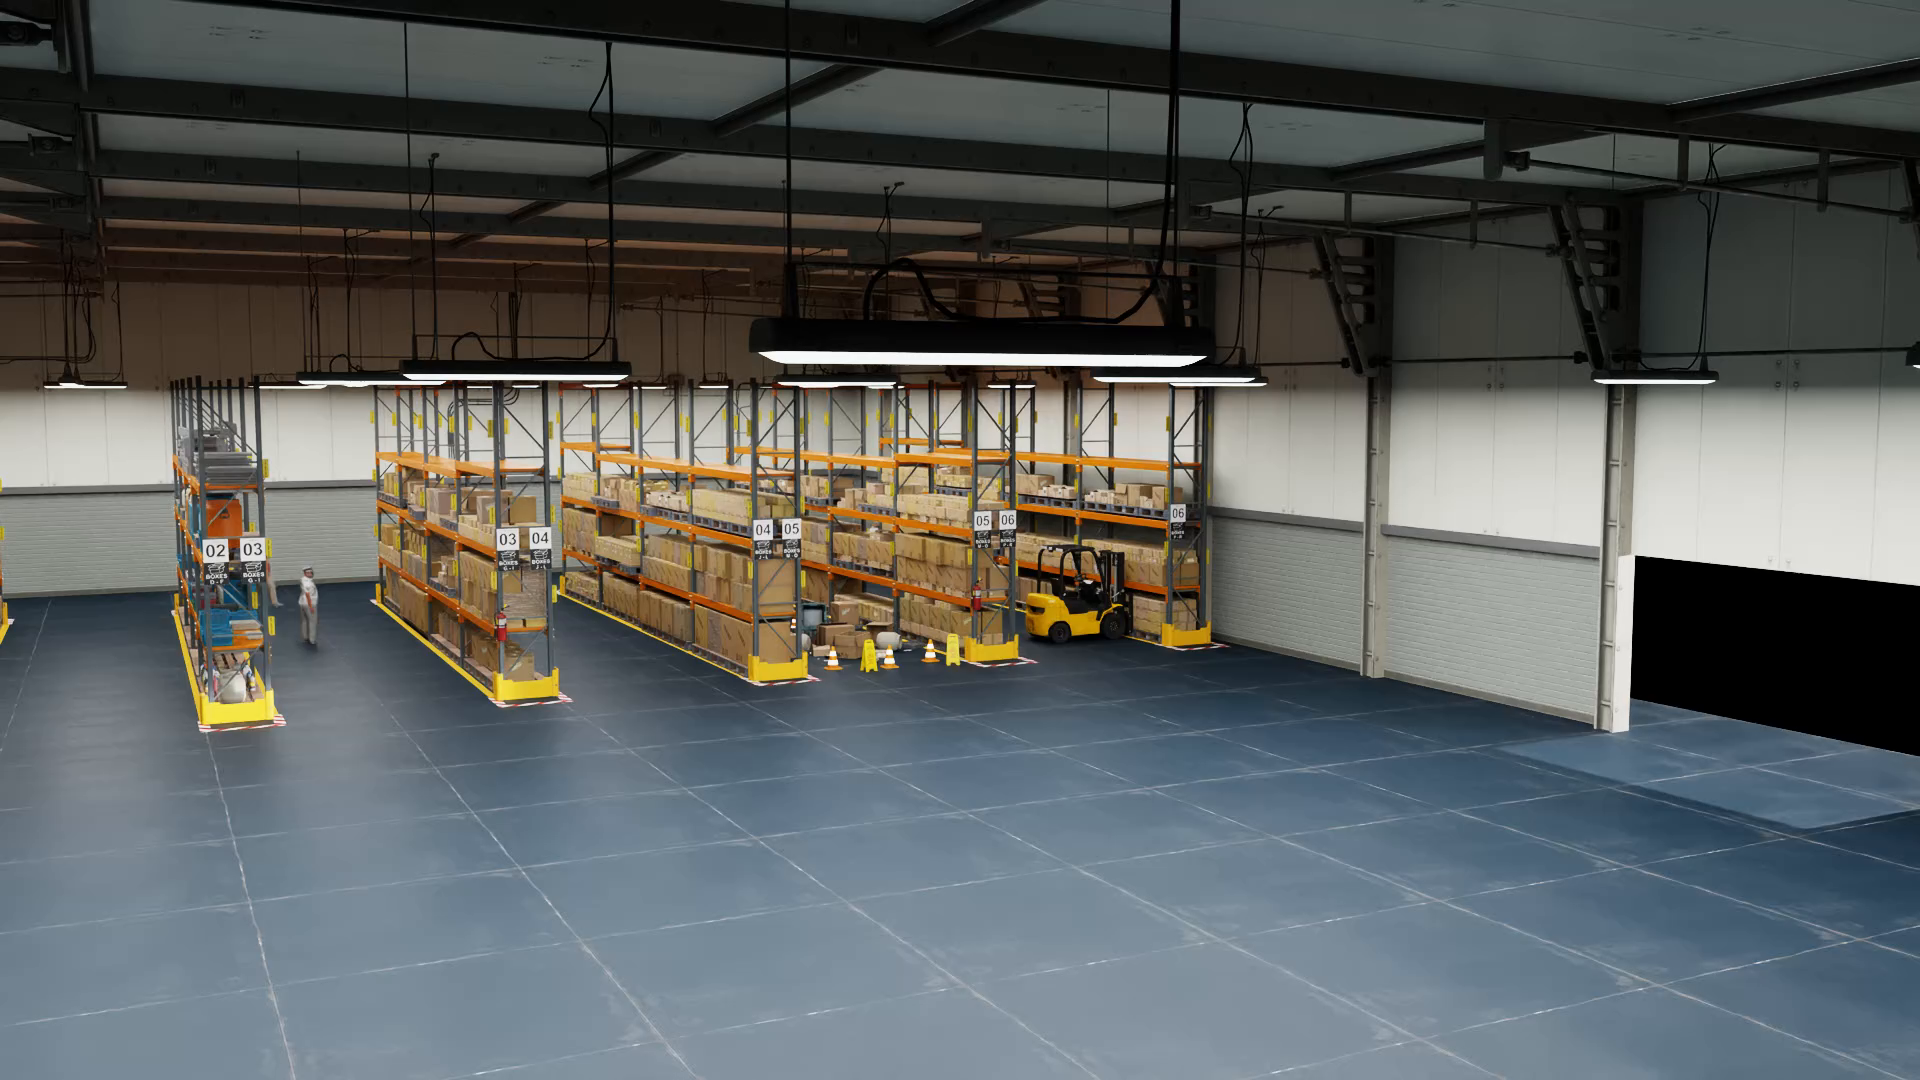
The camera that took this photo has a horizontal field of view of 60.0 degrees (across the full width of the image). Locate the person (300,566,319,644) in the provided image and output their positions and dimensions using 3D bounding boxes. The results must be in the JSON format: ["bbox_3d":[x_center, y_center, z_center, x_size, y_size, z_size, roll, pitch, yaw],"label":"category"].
[{"bbox_3d":[-14.821,1.472,37.912,0.515,1.768,0.419,5,7,44],"label":"person"}]

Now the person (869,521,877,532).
[{"bbox_3d":[-2.745,0.159,53.139,0.546,1.645,0.918,1,5,13],"label":"person"}]

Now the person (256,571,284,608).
[{"bbox_3d":[-18.442,0.967,44.061,1.055,1.671,0.571,4,6,35],"label":"person"}]

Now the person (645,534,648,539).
[{"bbox_3d":[-8.982,0.638,47.777,0.499,1.661,0.329,4,6,36],"label":"person"}]
